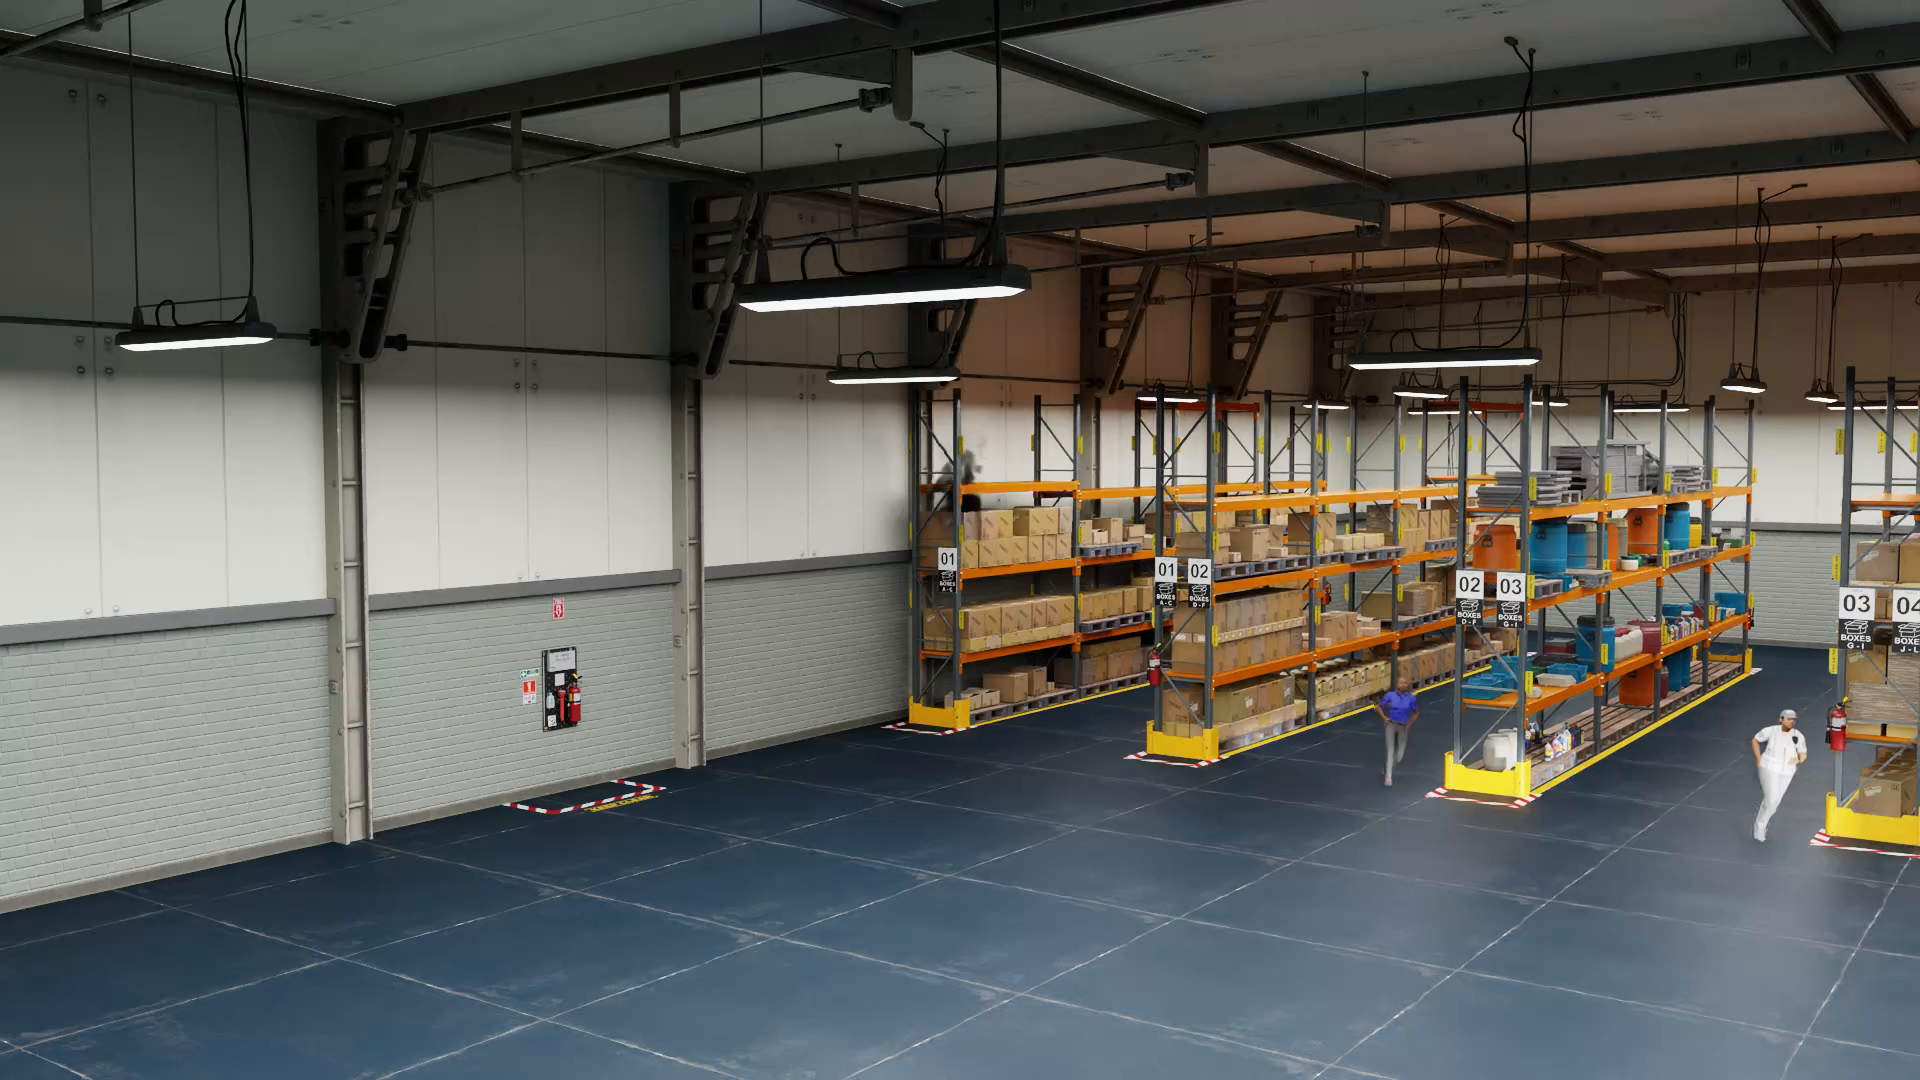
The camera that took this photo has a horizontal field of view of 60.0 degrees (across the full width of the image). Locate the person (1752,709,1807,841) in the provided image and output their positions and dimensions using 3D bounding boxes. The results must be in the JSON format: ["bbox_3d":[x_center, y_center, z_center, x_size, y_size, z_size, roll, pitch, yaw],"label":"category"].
[{"bbox_3d":[10.423,2.992,21.195,0.638,1.694,0.650,0,3,4],"label":"person"}]

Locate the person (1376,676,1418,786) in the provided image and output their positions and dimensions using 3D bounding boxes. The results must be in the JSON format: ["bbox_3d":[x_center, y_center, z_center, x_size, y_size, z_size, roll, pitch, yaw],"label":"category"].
[{"bbox_3d":[6.492,2.811,24.696,0.612,1.611,0.626,0,3,8],"label":"person"}]
